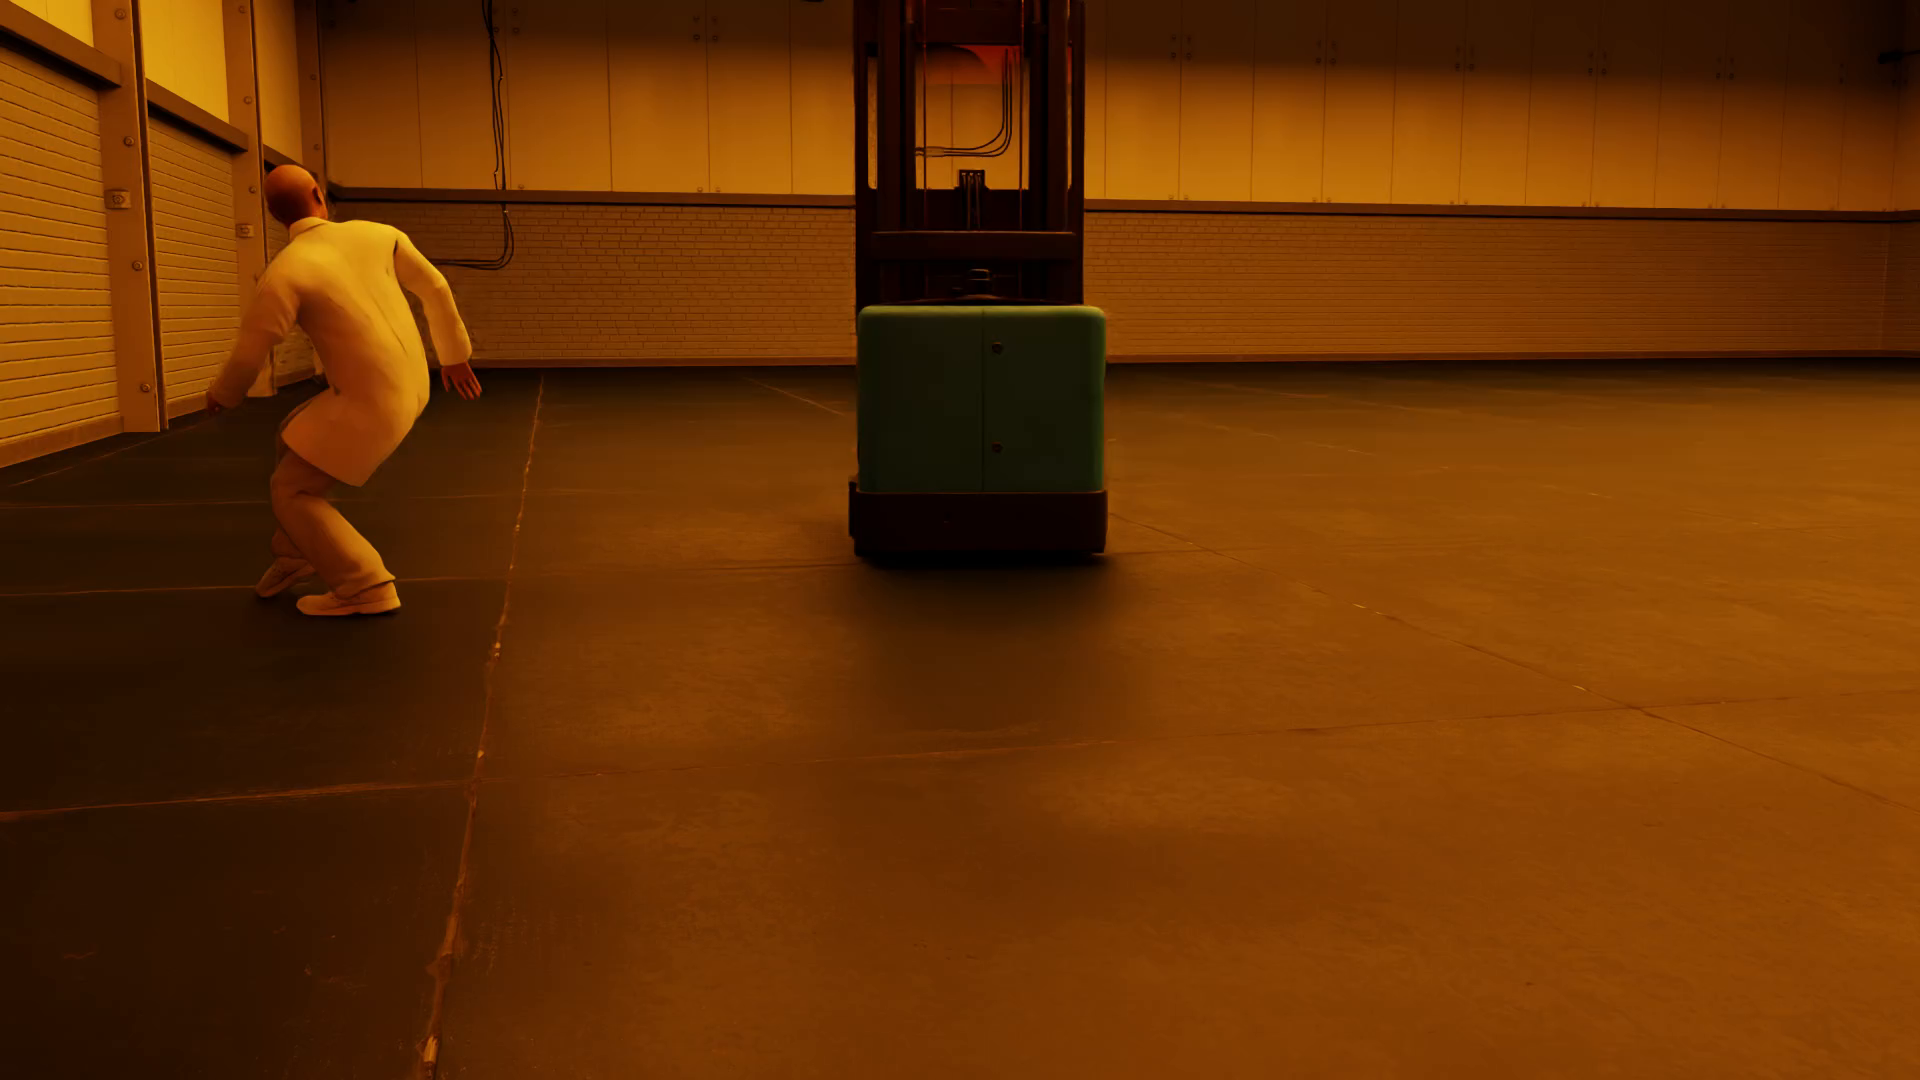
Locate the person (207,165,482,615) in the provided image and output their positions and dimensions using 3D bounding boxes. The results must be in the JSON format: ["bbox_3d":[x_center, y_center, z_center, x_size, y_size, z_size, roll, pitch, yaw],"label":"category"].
[{"bbox_3d":[-2.270,-0.532,5.983,0.801,1.570,0.808,2,8,15],"label":"person"}]

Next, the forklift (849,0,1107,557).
[{"bbox_3d":[0.035,-1.546,8.180,1.130,2.935,3.031,0,8,-2],"label":"forklift"}]
